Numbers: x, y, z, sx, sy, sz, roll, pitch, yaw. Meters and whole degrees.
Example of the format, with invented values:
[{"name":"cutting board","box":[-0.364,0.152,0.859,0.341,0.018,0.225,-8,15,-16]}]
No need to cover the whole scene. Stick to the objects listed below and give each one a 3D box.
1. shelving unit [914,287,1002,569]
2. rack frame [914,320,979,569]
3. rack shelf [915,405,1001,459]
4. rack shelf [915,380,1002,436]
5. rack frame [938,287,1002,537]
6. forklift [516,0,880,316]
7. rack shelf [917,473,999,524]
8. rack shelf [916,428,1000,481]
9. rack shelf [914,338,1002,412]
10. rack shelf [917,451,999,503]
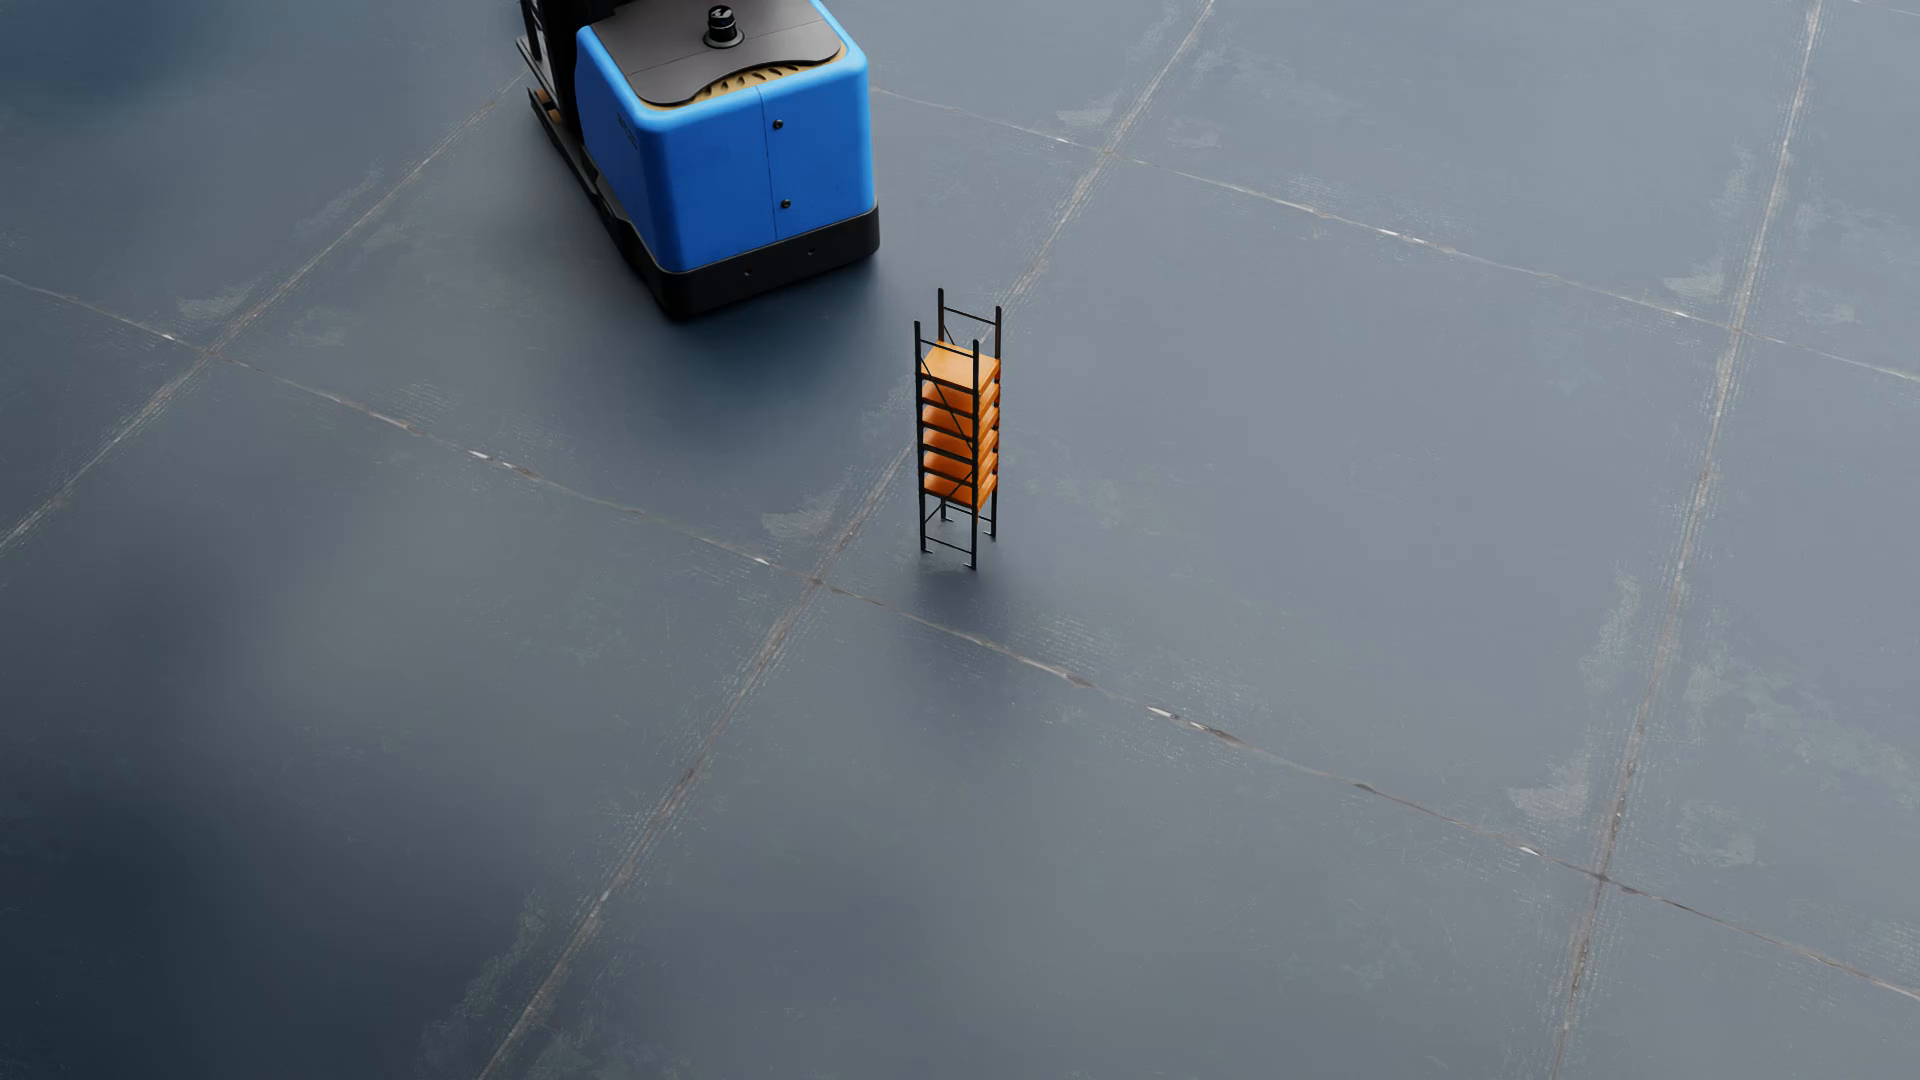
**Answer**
[{"name":"shelving unit","box":[-0.006,-0.379,6.100,0.258,1.200,0.189,20,52,16]},{"name":"rack frame","box":[-0.045,-0.316,6.046,0.240,1.200,0.006,20,52,16]},{"name":"rack shelf","box":[-0.006,-0.428,6.042,0.258,0.103,0.180,20,52,16]},{"name":"rack shelf","box":[-0.006,-0.506,5.951,0.258,0.103,0.180,20,52,16]},{"name":"rack frame","box":[0.033,-0.442,6.153,0.240,1.200,0.006,20,52,16]},{"name":"forklift","box":[-1.497,-3.065,7.249,1.130,2.935,3.031,-22,53,-17]},{"name":"rack shelf","box":[-0.006,-0.195,6.316,0.258,0.103,0.180,20,52,16]},{"name":"rack shelf","box":[-0.006,-0.350,6.134,0.258,0.103,0.180,20,52,16]},{"name":"rack shelf","box":[-0.006,-0.583,5.859,0.258,0.103,0.180,20,52,16]},{"name":"rack shelf","box":[-0.006,-0.272,6.225,0.258,0.103,0.180,20,52,16]}]
